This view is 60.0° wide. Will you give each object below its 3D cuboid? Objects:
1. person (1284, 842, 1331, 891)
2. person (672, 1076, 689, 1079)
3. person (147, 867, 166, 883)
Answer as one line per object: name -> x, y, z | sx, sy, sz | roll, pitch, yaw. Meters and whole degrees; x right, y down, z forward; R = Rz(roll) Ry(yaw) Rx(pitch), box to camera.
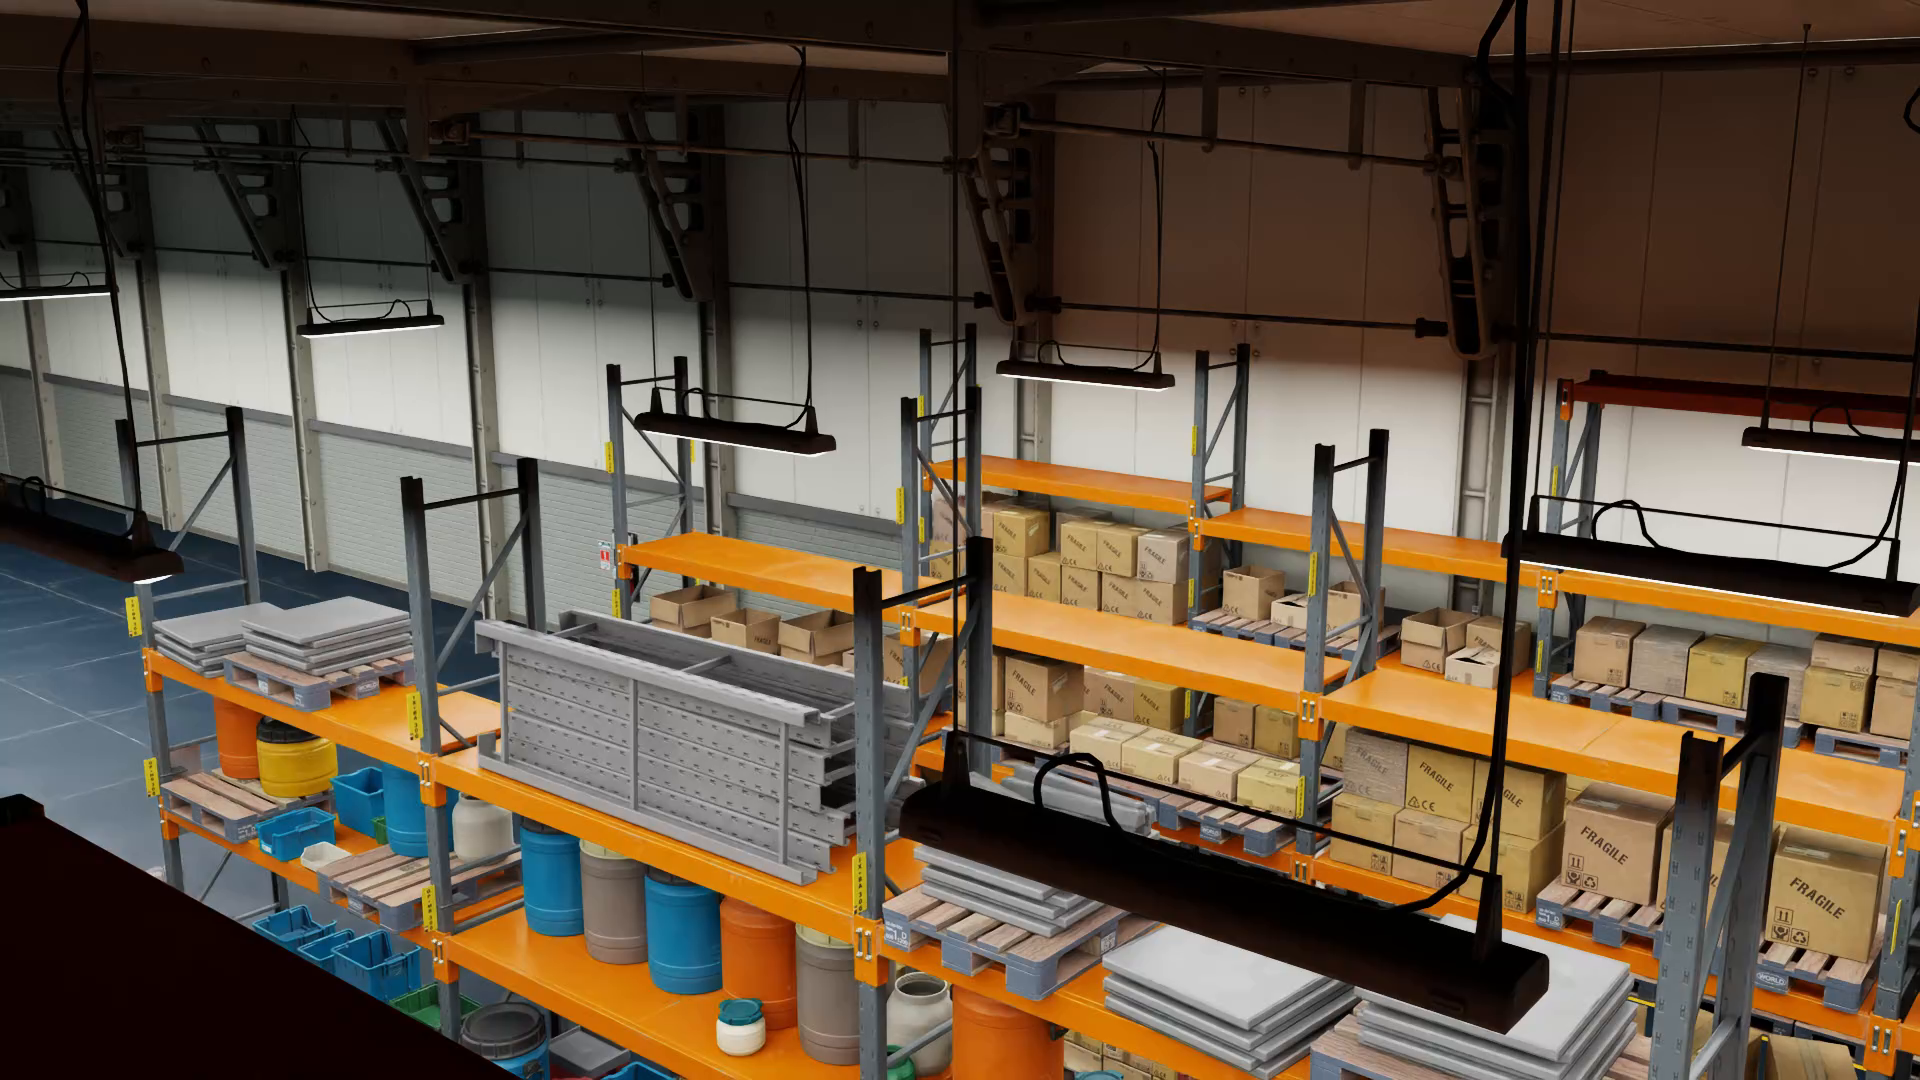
person -> 3.442, 3.548, 16.738 | 1.058, 1.626, 0.457 | 7, 15, 29
person -> -1.969, 4.546, 12.526 | 0.496, 1.539, 0.931 | 3, 13, 12
person -> -7.469, 3.813, 15.553 | 0.530, 1.646, 0.743 | 2, 13, 10
